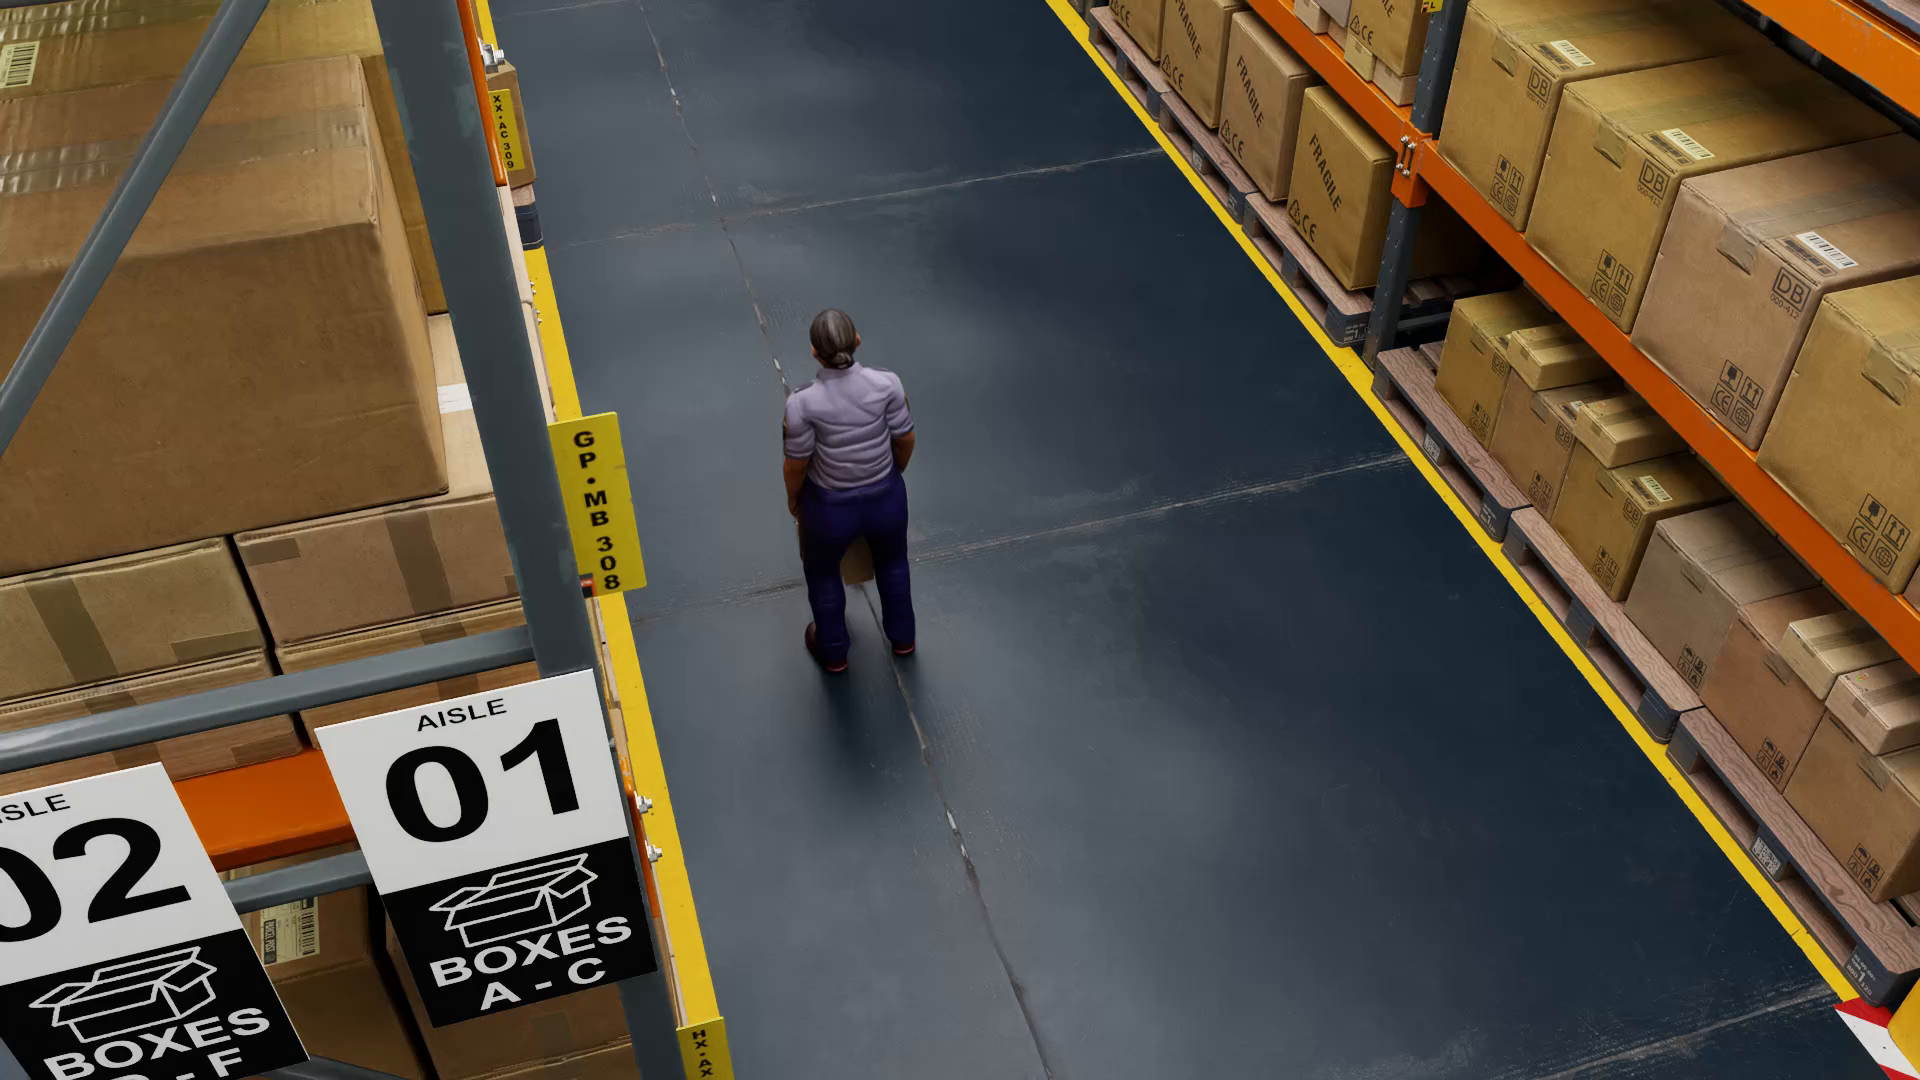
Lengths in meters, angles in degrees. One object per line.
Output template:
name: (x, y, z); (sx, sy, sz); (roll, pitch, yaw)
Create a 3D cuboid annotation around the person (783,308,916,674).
person: (-0.409, -0.160, 6.339); (0.530, 1.654, 0.368); (-13, 44, -14)
